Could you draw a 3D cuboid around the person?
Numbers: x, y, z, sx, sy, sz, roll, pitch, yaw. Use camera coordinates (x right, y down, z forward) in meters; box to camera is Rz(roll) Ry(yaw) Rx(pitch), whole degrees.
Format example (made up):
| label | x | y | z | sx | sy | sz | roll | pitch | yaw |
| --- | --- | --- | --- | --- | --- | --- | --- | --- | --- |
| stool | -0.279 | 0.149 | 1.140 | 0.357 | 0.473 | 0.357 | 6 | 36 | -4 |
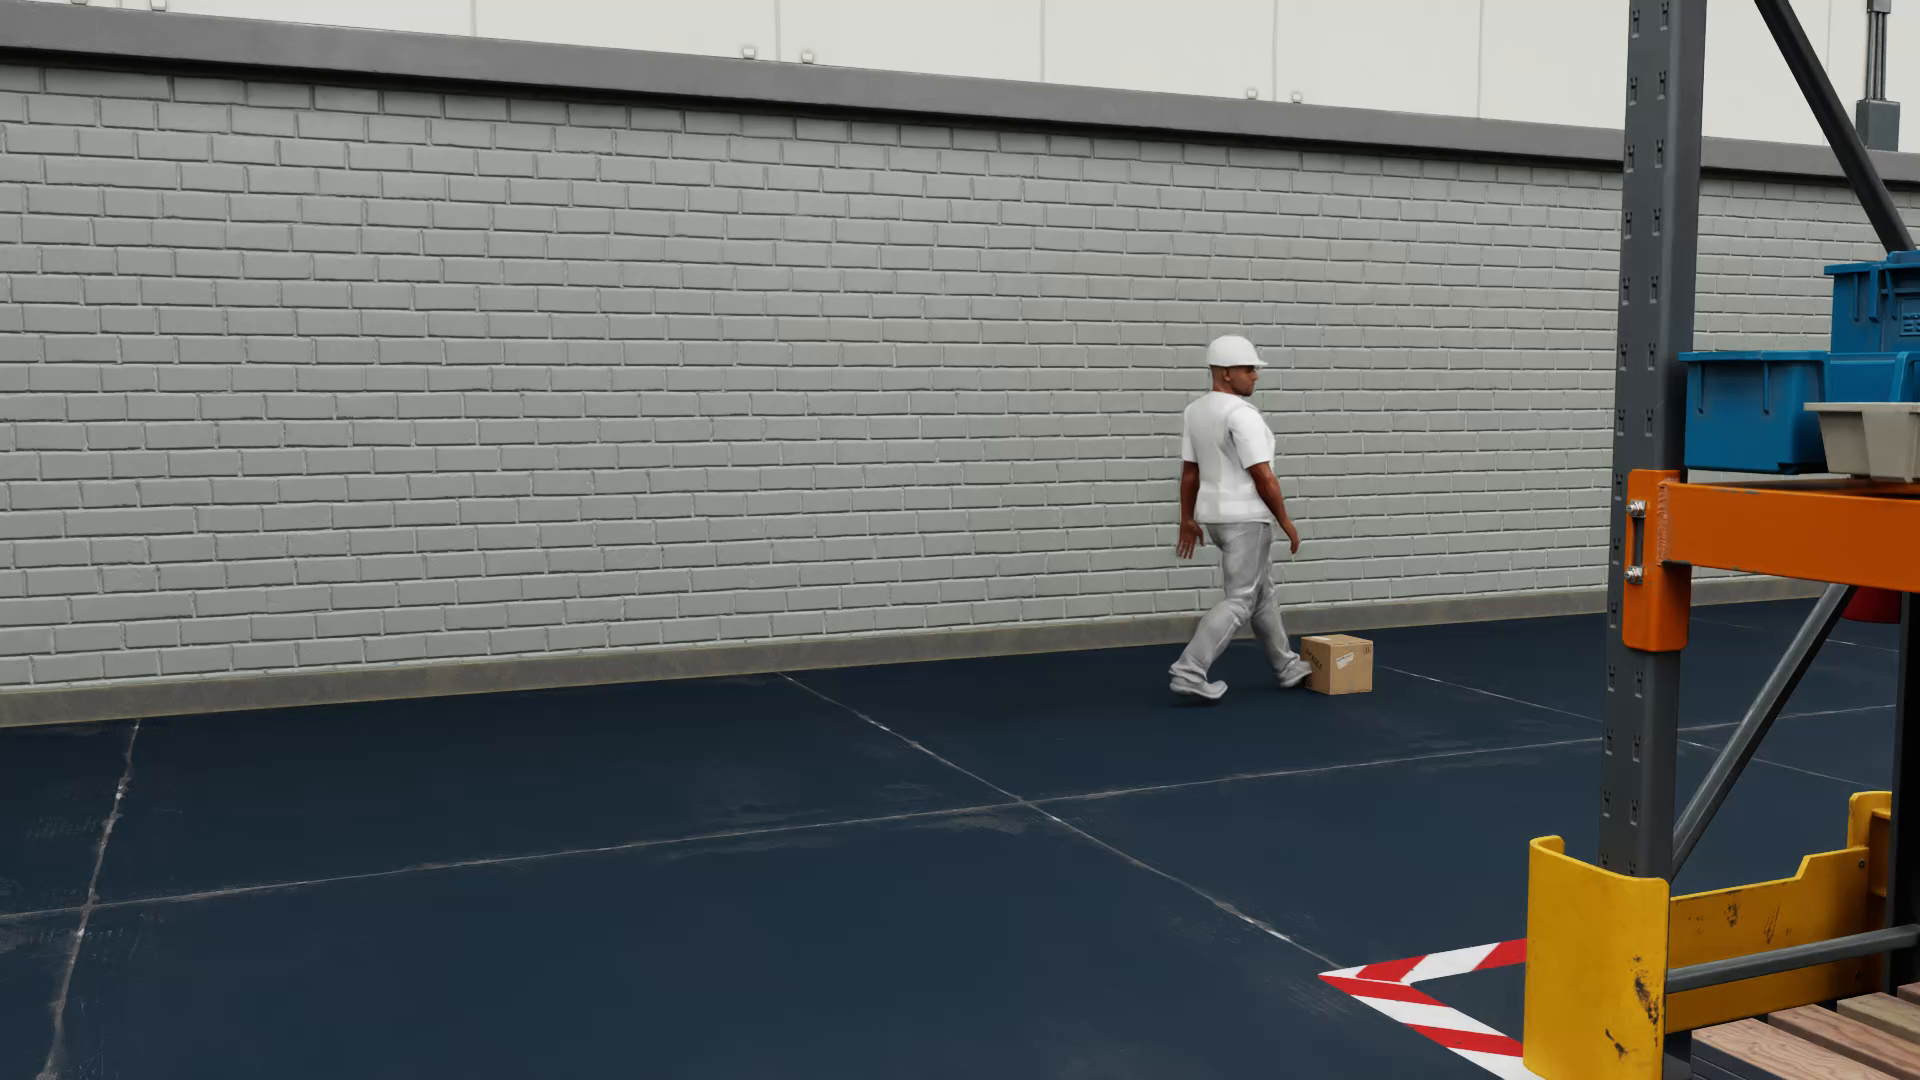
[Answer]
| label | x | y | z | sx | sy | sz | roll | pitch | yaw |
| --- | --- | --- | --- | --- | --- | --- | --- | --- | --- |
| person | 1.413 | -0.108 | 7.920 | 0.971 | 1.717 | 0.596 | -2 | 6 | -19 |
